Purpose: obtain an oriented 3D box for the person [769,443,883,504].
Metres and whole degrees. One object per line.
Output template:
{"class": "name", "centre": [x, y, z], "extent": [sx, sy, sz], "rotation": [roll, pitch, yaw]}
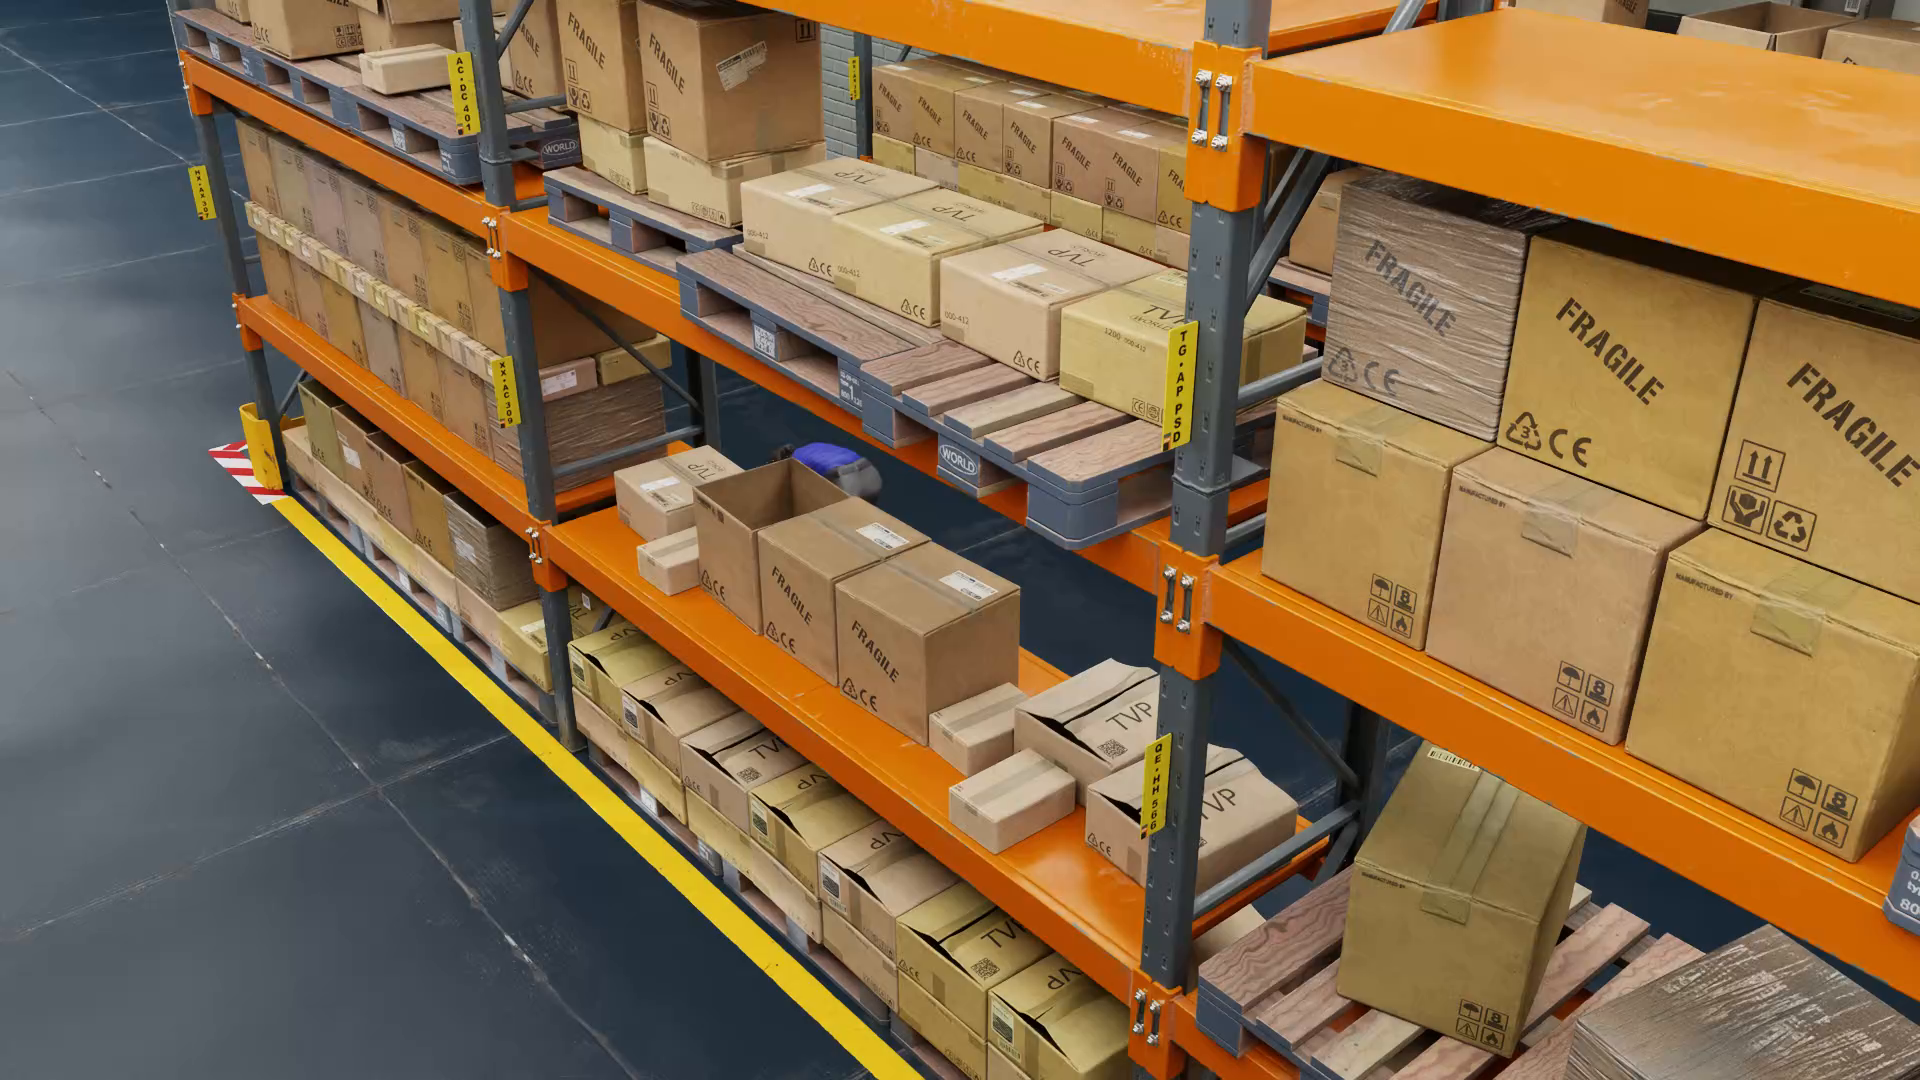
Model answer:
{"class": "person", "centre": [-0.826, -0.171, 9.783], "extent": [0.465, 0.864, 0.866], "rotation": [-24, 36, -37]}
